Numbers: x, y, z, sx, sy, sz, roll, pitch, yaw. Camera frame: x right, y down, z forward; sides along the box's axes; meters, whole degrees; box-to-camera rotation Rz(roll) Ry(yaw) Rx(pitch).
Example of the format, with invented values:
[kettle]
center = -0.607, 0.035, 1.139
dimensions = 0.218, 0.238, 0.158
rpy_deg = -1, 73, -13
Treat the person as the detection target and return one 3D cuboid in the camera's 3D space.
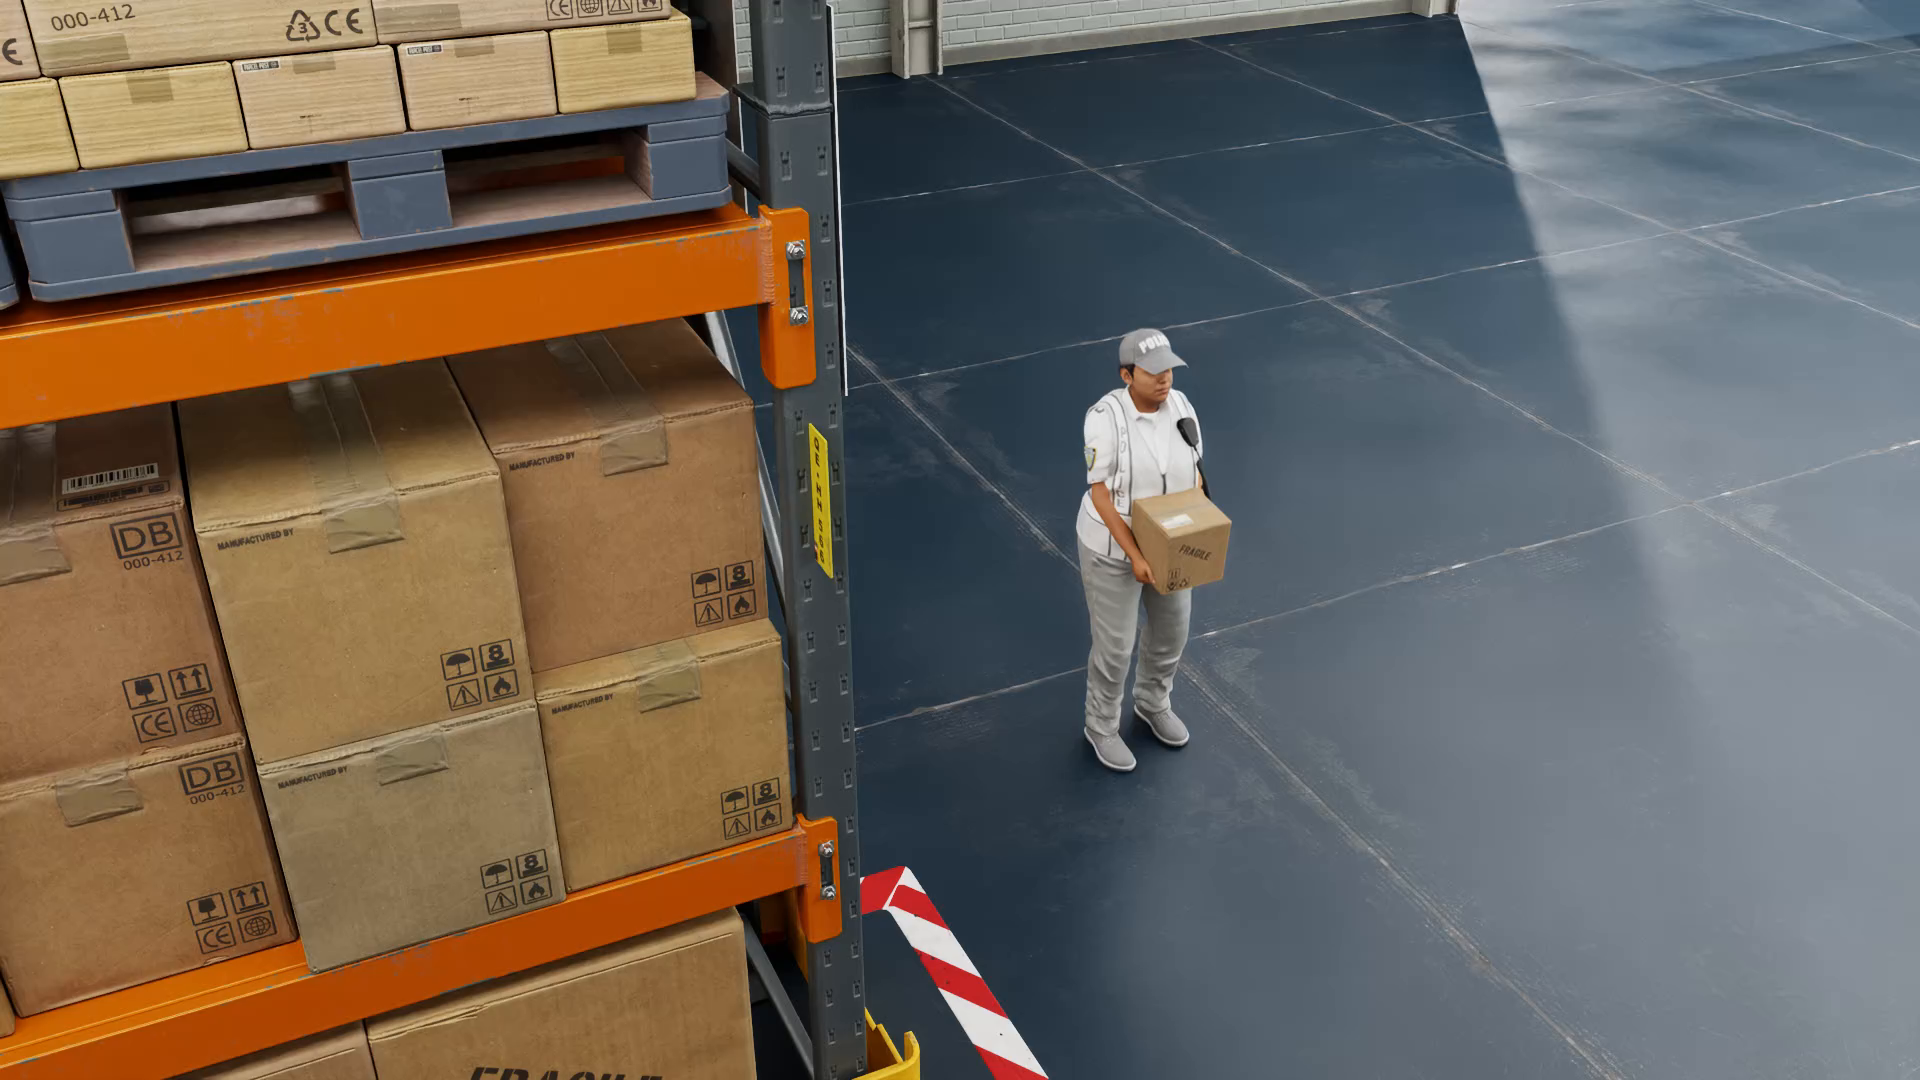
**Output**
[person]
center = 0.659, 0.041, 6.046
dimensions = 0.519, 1.671, 0.482
rpy_deg = -14, 32, -22
